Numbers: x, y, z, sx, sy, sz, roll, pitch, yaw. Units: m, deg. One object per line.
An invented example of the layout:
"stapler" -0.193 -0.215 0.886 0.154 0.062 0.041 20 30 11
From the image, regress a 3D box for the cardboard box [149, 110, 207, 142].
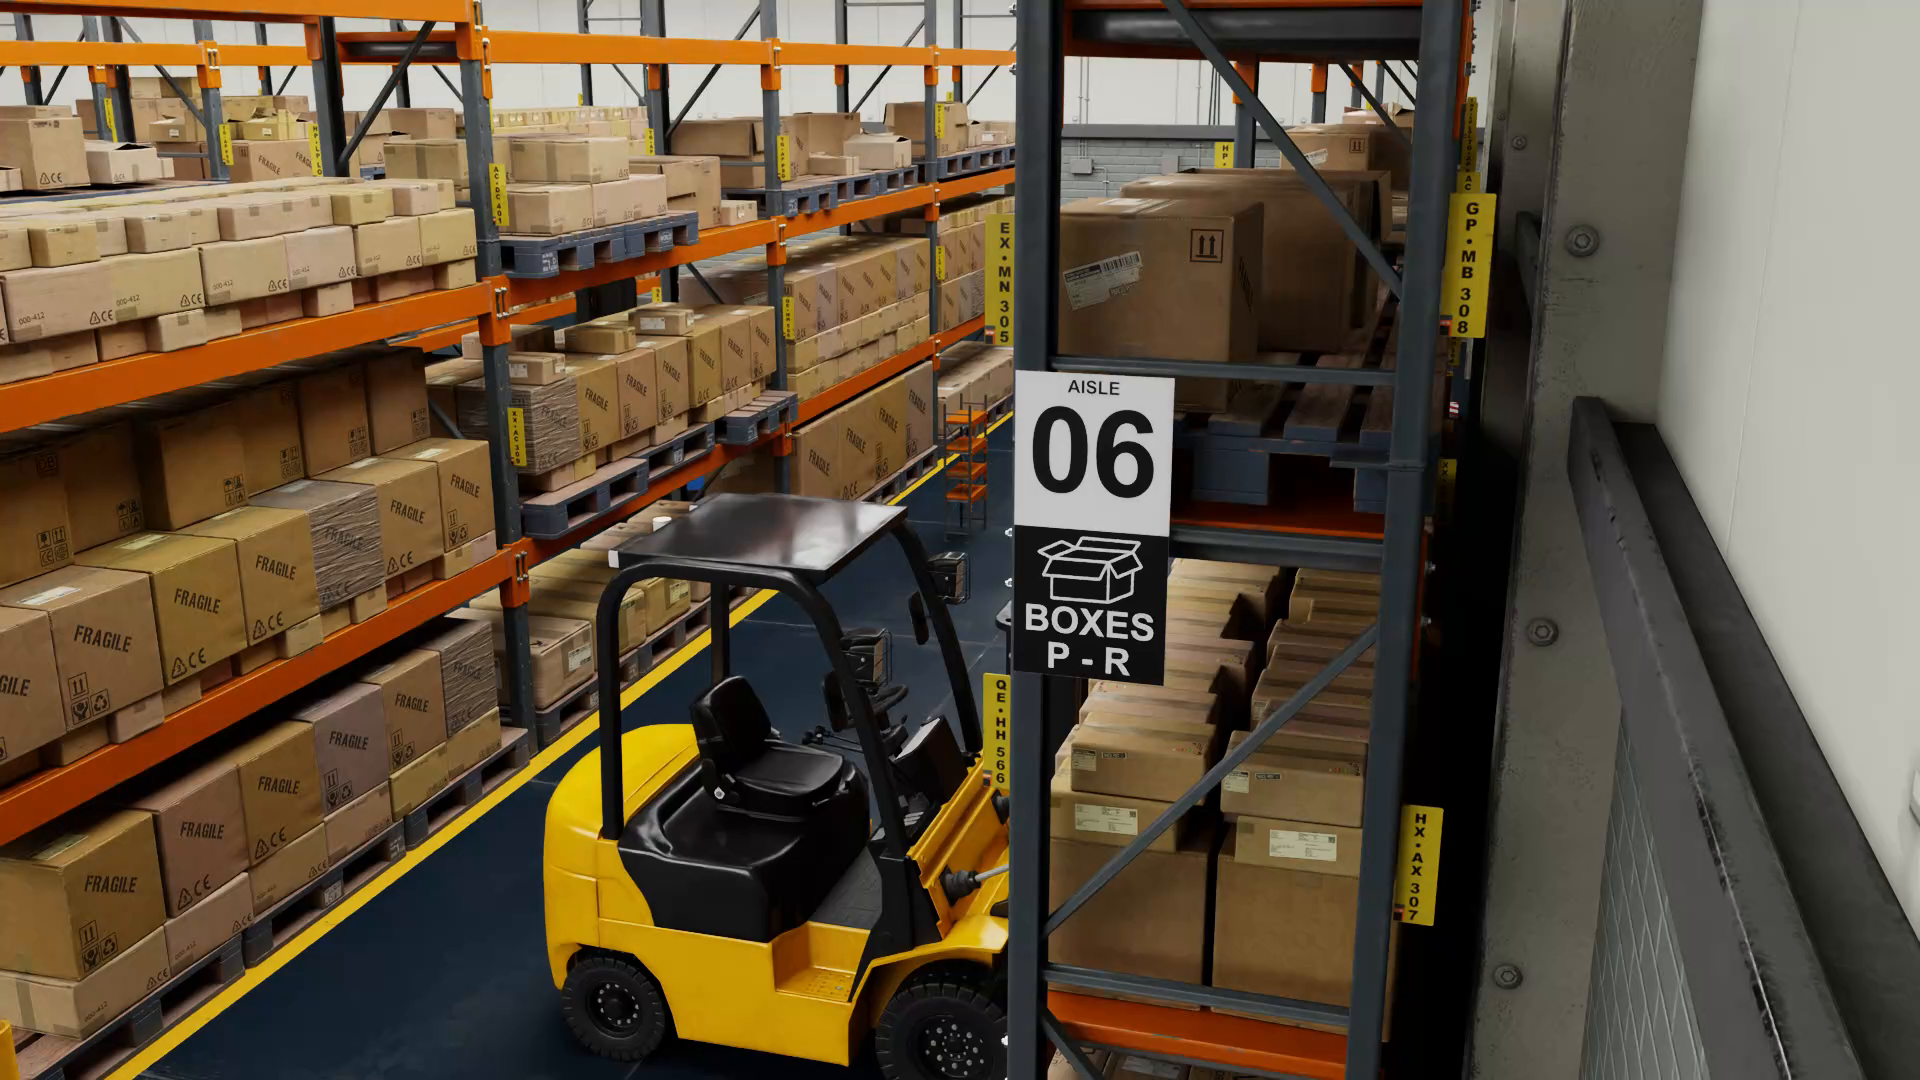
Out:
"cardboard box" -6.768 -3.588 14.399 0.396 0.266 0.258 5 16 16

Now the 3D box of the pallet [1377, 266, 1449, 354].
"pallet" 1.546 -0.990 6.988 1.003 0.211 1.213 5 16 16

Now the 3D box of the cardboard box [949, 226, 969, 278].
"cardboard box" -0.206 -3.058 17.599 0.500 0.500 0.500 4 16 15

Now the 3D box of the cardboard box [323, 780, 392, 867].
"cardboard box" -3.197 1.370 8.270 0.500 0.250 0.500 5 17 17

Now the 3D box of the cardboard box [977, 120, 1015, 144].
"cardboard box" 0.372 -4.835 19.702 0.500 0.250 0.500 3 16 11

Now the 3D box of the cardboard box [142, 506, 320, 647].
"cardboard box" -3.308 0.151 7.570 0.500 0.500 0.500 4 16 15

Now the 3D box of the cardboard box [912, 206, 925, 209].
"cardboard box" -0.517 -3.568 18.206 0.380 0.149 0.250 4 16 15

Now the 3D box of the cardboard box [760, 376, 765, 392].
"cardboard box" -1.727 -1.222 12.833 0.380 0.149 0.250 5 17 18

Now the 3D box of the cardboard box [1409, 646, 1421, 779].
"cardboard box" 1.452 0.674 6.272 0.500 0.500 0.500 5 17 17

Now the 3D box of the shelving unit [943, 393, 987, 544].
"shelving unit" 0.047 -0.621 14.318 0.258 1.200 0.503 5 16 16

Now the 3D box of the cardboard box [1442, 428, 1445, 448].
"cardboard box" 4.181 -0.756 15.308 0.500 0.500 0.500 5 16 16

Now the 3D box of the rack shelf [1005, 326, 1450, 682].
"rack shelf" 1.195 -0.388 6.023 1.077 0.370 4.000 5 16 16

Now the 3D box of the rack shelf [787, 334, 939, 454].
"rack shelf" -1.291 -1.422 15.165 1.077 0.370 4.000 5 16 16

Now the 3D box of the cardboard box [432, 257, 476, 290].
"cardboard box" -2.793 -1.415 8.783 0.380 0.149 0.250 5 17 16

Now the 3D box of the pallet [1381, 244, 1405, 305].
"pallet" 2.002 -1.398 8.613 0.805 0.209 1.217 4 16 14

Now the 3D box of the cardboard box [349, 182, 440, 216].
"cardboard box" -2.877 -1.731 8.436 0.380 0.149 0.250 4 16 14

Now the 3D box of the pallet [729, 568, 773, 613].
"pallet" -2.083 0.301 12.882 1.003 0.211 1.213 5 16 16

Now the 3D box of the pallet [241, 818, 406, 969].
"pallet" -3.498 1.641 8.155 1.003 0.211 1.213 5 16 16

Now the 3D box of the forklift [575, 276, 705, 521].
"forklift" -3.560 -1.630 14.706 3.031 2.935 1.130 -3 16 -11

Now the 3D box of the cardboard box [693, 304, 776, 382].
"cardboard box" -1.722 -1.498 12.616 0.500 0.500 0.500 4 16 14

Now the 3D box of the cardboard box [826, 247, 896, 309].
"cardboard box" -0.912 -2.417 15.340 0.500 0.500 0.500 5 17 18

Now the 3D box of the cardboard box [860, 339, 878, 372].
"cardboard box" -1.059 -1.683 15.042 0.500 0.250 0.500 5 16 16

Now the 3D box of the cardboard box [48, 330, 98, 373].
"cardboard box" -3.584 -0.745 6.422 0.380 0.149 0.250 5 16 16

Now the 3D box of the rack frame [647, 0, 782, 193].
"rack frame" -1.860 -4.131 12.404 1.000 3.000 0.127 5 16 16

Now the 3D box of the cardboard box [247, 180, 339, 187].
"cardboard box" -3.445 -1.777 8.600 0.380 0.149 0.250 5 17 18

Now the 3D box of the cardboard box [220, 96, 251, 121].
"cardboard box" -9.560 -5.431 21.346 0.700 0.500 0.500 3 16 12

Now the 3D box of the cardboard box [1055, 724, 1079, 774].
"cardboard box" 0.501 0.690 5.028 0.380 0.149 0.250 5 17 17

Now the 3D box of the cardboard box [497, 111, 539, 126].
"cardboard box" -4.939 -4.713 18.579 0.380 0.149 0.250 4 16 14

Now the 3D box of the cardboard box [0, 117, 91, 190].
"cardboard box" -6.860 -2.867 12.309 0.500 0.500 0.500 5 16 16

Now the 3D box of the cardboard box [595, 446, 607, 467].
"cardboard box" -2.450 -0.545 10.443 0.380 0.149 0.250 6 17 19

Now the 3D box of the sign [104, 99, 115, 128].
"sign" -9.701 -4.864 18.959 0.100 0.325 0.005 5 16 16

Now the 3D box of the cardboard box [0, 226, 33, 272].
"cardboard box" -3.650 -1.063 6.082 0.380 0.149 0.250 5 16 16

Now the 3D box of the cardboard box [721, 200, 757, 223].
"cardboard box" -1.748 -2.469 12.499 0.380 0.149 0.250 5 16 16

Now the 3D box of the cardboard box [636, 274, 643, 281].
"cardboard box" -4.289 -3.405 21.299 0.380 0.149 0.250 5 16 16

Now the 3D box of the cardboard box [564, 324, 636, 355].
"cardboard box" -2.314 -1.292 10.700 0.380 0.149 0.250 6 17 19

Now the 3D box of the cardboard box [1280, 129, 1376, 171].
"cardboard box" 2.172 -2.166 9.834 0.500 0.500 0.500 5 17 17

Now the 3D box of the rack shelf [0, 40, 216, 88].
"rack shelf" -7.203 -3.427 11.972 1.077 0.370 4.000 5 16 16

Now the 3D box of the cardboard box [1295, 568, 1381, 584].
"cardboard box" 1.466 0.185 6.262 0.380 0.149 0.250 5 17 17

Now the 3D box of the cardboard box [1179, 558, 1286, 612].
"cardboard box" 1.045 0.152 6.379 0.380 0.149 0.250 5 16 16

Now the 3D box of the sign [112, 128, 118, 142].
"sign" -7.154 -3.337 14.153 0.100 0.325 0.005 5 16 16

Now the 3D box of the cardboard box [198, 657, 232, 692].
"cardboard box" -3.452 0.559 7.323 0.380 0.149 0.250 5 17 18

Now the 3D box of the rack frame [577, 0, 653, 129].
"rack frame" -4.361 -6.582 21.043 1.000 3.000 0.127 5 16 16

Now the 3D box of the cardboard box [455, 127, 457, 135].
"cardboard box" -5.610 -4.401 18.210 0.500 0.250 0.500 4 16 13

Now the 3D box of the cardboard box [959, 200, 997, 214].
"cardboard box" 0.209 -3.802 19.032 0.380 0.149 0.250 4 16 15

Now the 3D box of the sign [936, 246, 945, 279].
"sign" -0.200 -2.771 16.625 0.100 0.325 0.005 5 16 16

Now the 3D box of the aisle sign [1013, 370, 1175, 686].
"aisle sign" 0.327 -0.024 4.155 0.394 0.787 0.004 5 16 16

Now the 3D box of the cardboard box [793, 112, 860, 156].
"cardboard box" -1.251 -3.777 15.698 0.500 0.500 0.500 4 16 15

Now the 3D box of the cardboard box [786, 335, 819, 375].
"cardboard box" -1.479 -1.527 13.574 0.500 0.250 0.500 5 16 15

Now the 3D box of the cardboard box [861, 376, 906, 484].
"cardboard box" -1.072 -1.066 15.715 0.875 0.875 0.875 5 17 17
